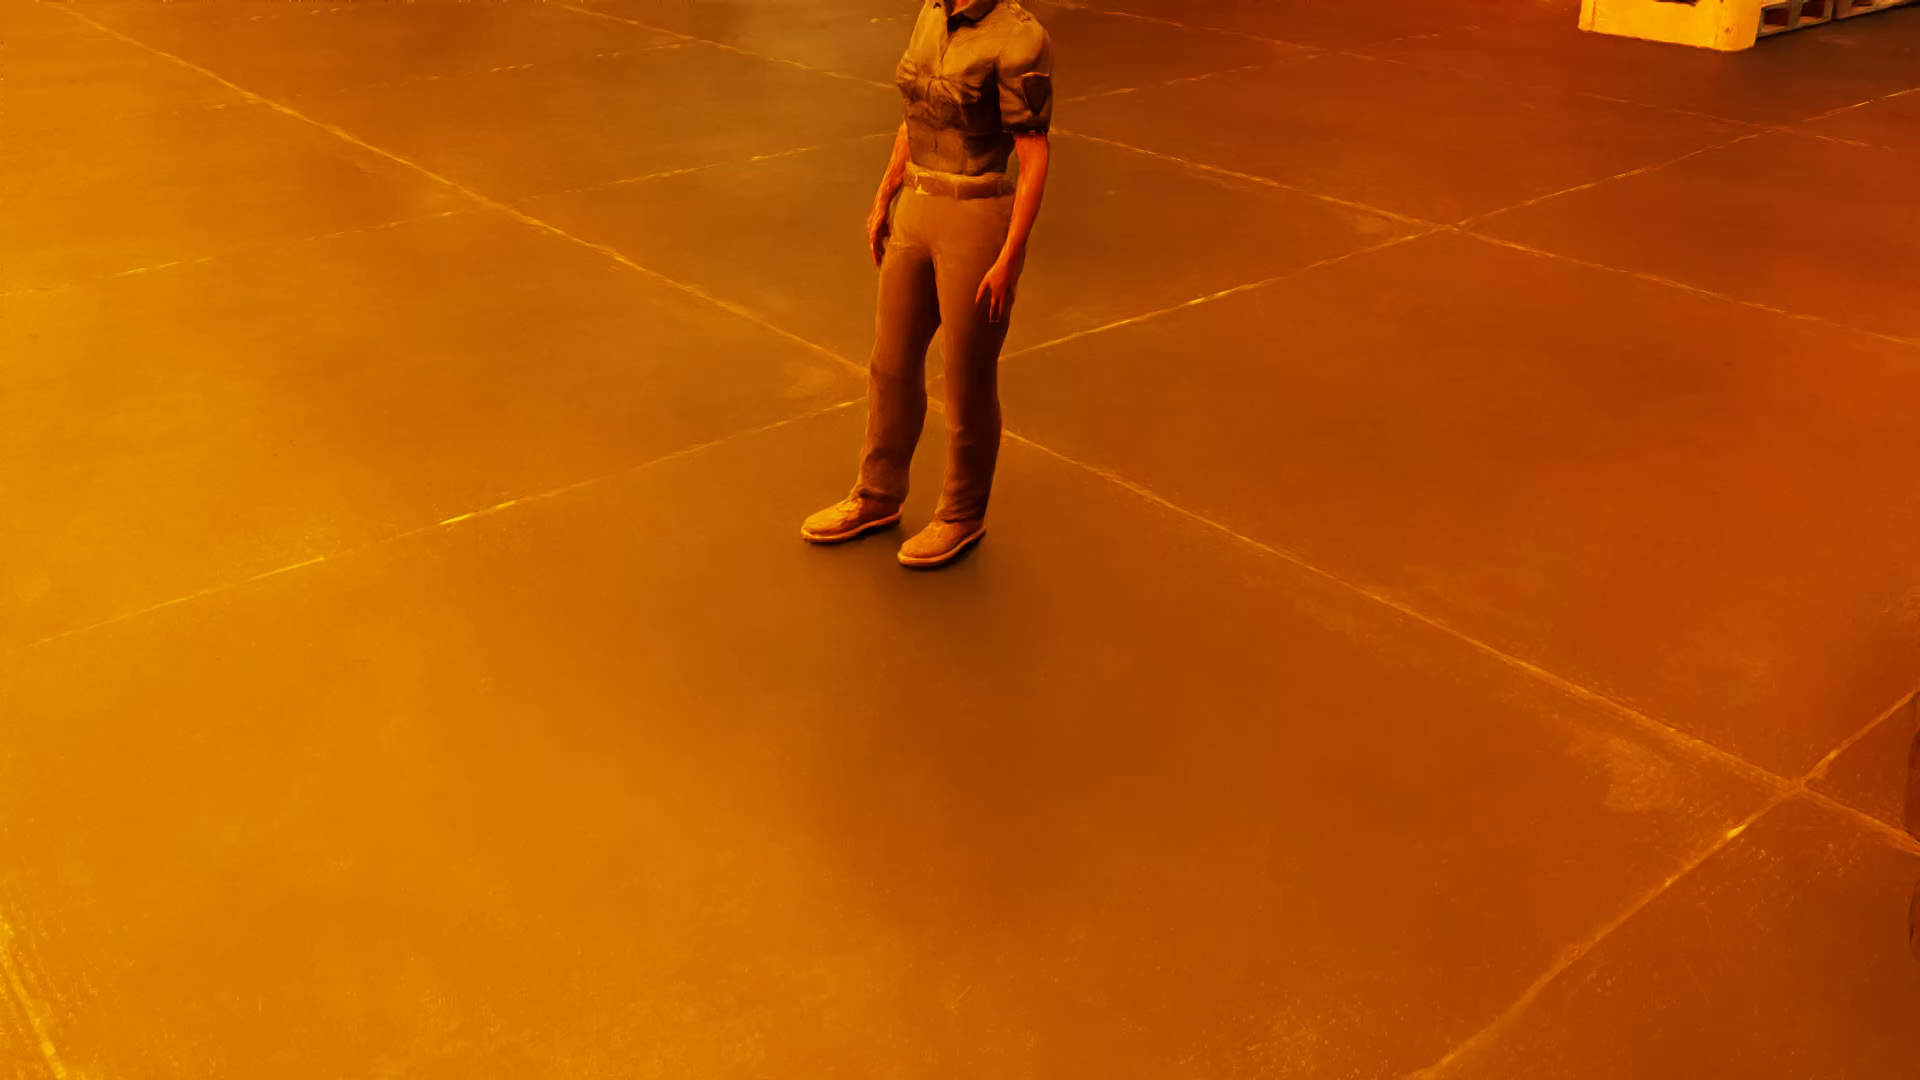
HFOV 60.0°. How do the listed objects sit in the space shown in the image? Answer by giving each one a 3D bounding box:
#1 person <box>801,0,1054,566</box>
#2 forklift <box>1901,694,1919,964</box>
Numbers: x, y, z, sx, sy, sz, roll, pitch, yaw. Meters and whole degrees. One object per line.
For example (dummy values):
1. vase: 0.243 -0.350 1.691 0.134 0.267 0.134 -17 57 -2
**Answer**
1. person: -0.080 -0.729 4.093 0.503 1.654 0.570 -20 33 -35
2. forklift: 2.826 -0.964 3.146 1.130 2.935 3.031 14 30 27
